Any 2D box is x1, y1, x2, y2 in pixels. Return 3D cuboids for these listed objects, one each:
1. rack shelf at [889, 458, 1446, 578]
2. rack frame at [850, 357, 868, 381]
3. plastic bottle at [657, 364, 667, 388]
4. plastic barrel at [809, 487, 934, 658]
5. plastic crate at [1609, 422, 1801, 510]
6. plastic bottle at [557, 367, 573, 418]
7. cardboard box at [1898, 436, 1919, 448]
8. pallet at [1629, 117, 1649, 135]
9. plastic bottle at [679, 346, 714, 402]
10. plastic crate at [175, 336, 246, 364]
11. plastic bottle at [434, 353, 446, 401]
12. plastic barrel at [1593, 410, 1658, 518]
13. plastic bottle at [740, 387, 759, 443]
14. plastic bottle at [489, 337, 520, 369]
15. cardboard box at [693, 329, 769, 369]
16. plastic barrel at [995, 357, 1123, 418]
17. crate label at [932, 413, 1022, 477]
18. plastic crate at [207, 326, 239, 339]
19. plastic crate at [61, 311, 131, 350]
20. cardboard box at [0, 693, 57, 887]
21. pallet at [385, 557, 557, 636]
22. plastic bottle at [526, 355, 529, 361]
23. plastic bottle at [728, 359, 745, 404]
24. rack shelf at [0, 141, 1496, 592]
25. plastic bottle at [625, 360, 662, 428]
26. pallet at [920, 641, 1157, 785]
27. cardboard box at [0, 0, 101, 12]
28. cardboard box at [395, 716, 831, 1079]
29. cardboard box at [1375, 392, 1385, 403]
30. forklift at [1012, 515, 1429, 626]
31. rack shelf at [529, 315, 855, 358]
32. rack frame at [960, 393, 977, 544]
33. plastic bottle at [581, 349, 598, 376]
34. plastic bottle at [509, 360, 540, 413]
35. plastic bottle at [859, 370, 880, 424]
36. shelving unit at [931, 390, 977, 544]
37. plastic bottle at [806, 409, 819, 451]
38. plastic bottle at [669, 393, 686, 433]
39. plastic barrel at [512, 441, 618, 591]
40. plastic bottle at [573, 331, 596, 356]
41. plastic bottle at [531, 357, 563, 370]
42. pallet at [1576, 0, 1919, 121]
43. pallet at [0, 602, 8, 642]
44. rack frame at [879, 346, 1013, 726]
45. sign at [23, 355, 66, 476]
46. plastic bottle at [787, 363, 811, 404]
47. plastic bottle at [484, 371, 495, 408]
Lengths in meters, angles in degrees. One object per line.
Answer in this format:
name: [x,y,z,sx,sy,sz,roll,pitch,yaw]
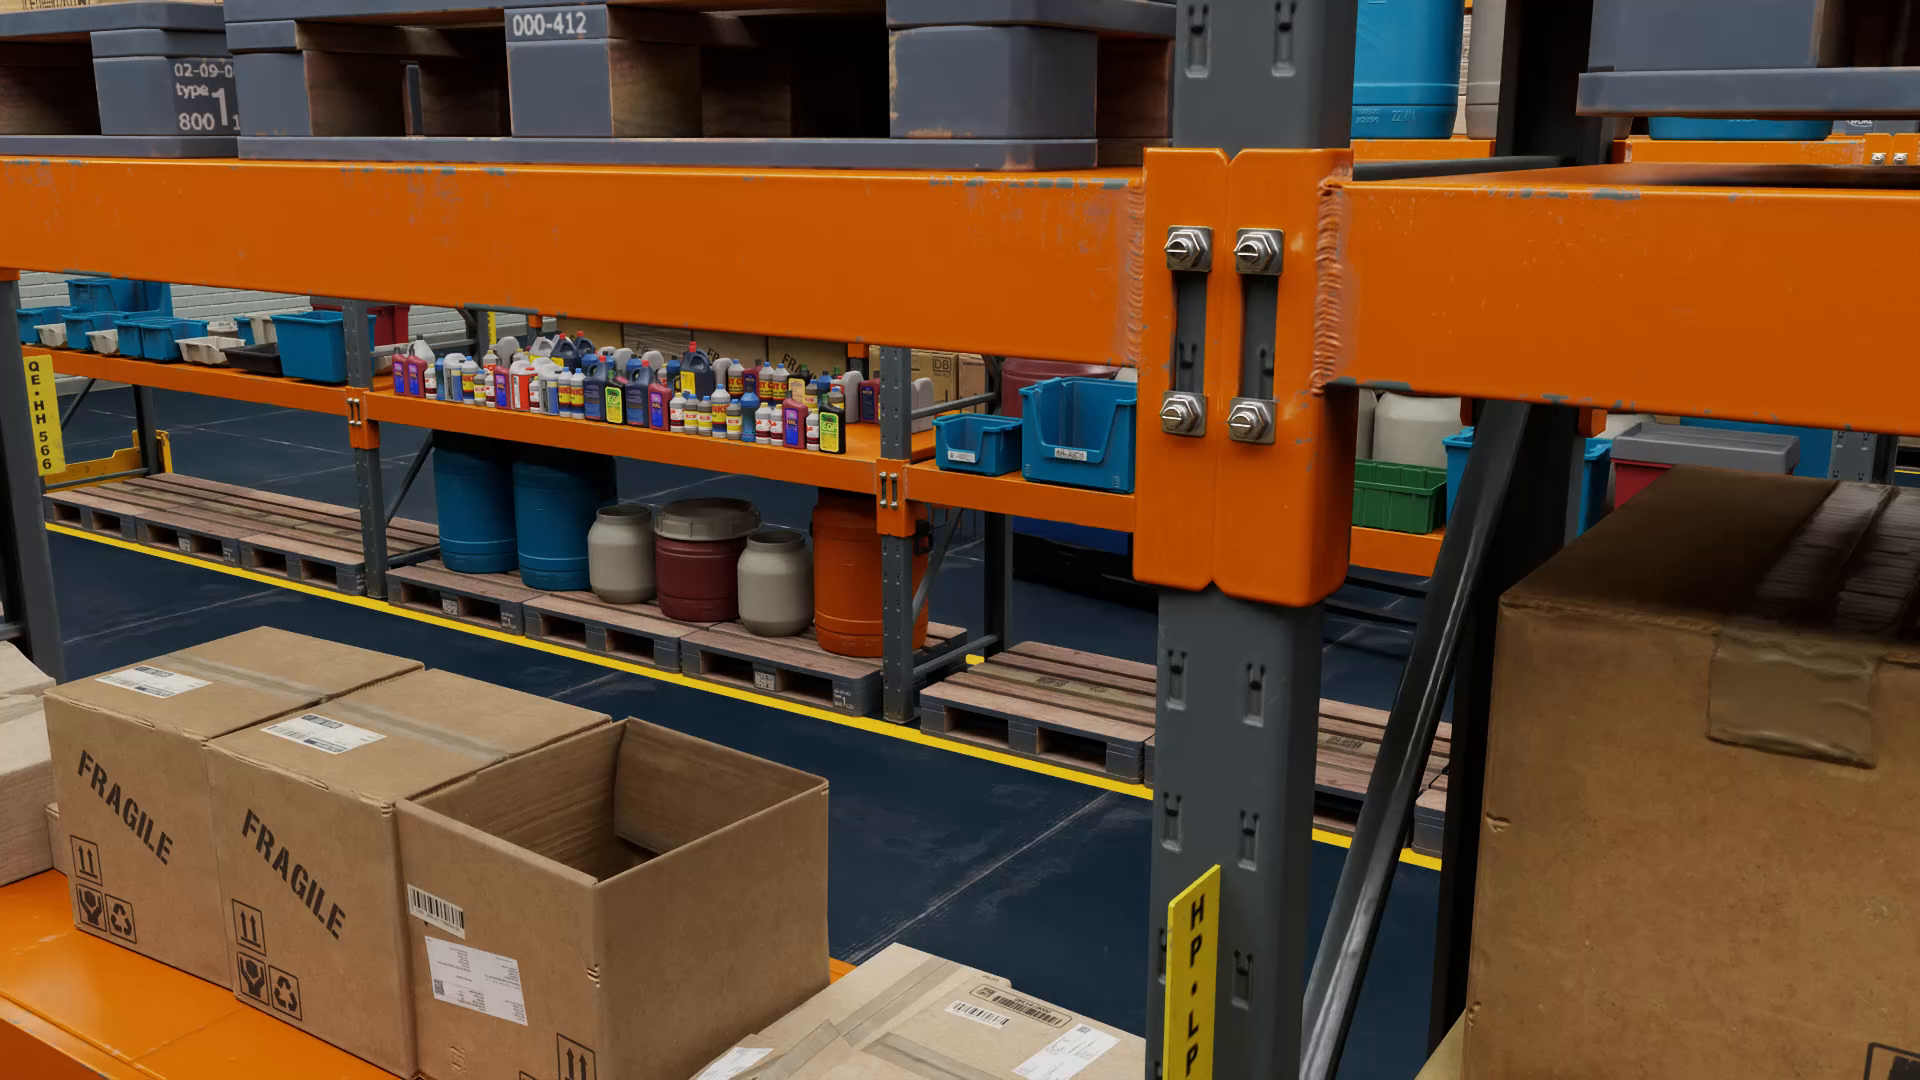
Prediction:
rack shelf: [1.610,-0.035,7.220,4.000,0.370,1.077,9,17,33]
rack frame: [-0.605,-2.177,14.373,0.127,3.000,1.000,9,17,33]
plastic bottle: [-1.724,-0.928,9.744,0.097,0.201,0.097,0,14,0]
plastic barrel: [-0.465,0.135,8.678,0.708,0.830,0.600,9,17,33]
plastic crate: [2.697,-0.151,6.058,0.583,0.464,0.402,9,17,33]
plastic bottle: [-2.156,-0.812,9.129,0.097,0.271,0.097,0,14,0]
cardboard box: [8.320,-1.256,14.463,0.750,0.750,1.050,9,17,33]
pallet: [4.718,-2.711,10.681,1.003,0.211,1.213,9,17,33]
plastic bottle: [-1.483,-0.911,9.363,0.185,0.351,0.144,9,17,33]
plastic crate: [-4.982,-1.264,11.109,0.466,0.136,0.293,9,17,33]
plastic bottle: [-3.006,-0.949,9.684,0.097,0.271,0.097,0,14,0]
plastic barrel: [2.598,-0.354,6.728,0.433,0.535,0.433,0,14,0]
plastic bottle: [-1.062,-0.635,8.415,0.097,0.271,0.097,0,14,0]
plastic bottle: [-2.862,-1.140,10.445,0.135,0.276,0.152,9,17,33]
cardboard box: [-1.855,-1.574,15.488,0.875,0.875,0.875,9,17,33]
plastic barrel: [0.504,-0.717,8.193,0.708,0.536,0.600,9,17,33]
crate label: [0.090,-0.440,7.707,0.416,0.233,0.303,9,17,33]
plastic crate: [-5.177,-1.443,11.834,0.250,0.136,0.298,9,17,33]
plastic crate: [-6.121,-1.486,11.808,0.300,0.233,0.416,9,17,33]
cardboard box: [-2.184,0.536,3.599,0.500,0.311,0.500,9,16,32]
pallet: [-2.752,0.276,10.267,1.213,0.211,1.003,9,17,33]
plastic bottle: [-2.613,-1.028,10.146,0.097,0.201,0.097,0,14,0]
plastic bottle: [-1.268,-0.888,9.437,0.097,0.271,0.097,0,14,0]
rack shelf: [-1.158,-0.504,2.872,4.000,0.370,1.077,9,17,33]
plastic bottle: [-1.681,-0.781,8.837,0.185,0.351,0.144,9,17,33]
pallet: [0.571,0.813,8.101,1.213,0.211,1.003,9,17,33]
cardboard box: [-1.496,-1.057,3.047,0.500,0.250,0.500,9,16,32]
cardboard box: [-0.564,0.646,2.765,0.500,0.500,0.500,11,17,37]
cardboard box: [3.287,-0.920,12.025,0.500,0.250,0.500,10,17,35]
forklift: [1.698,-1.043,9.936,3.031,2.935,1.130,13,19,42]
rack shelf: [-2.264,-2.096,15.543,4.000,0.370,1.077,9,17,33]
rack frame: [0.057,-0.500,11.660,0.008,1.050,0.200,9,17,33]
plastic bottle: [-2.194,-0.994,9.864,0.097,0.271,0.097,0,14,0]
plastic bottle: [-2.429,-0.867,9.339,0.135,0.276,0.152,9,17,33]
plastic bottle: [-0.476,-0.772,8.940,0.133,0.283,0.061,9,17,33]
shelving unit: [-0.044,-0.517,11.726,0.252,1.050,0.215,9,17,33]
plastic bottle: [-0.709,-0.544,8.193,0.097,0.201,0.097,0,14,0]
plastic bottle: [-1.466,-0.667,8.687,0.097,0.201,0.097,0,14,0]
plastic barrel: [-2.340,-0.203,9.893,0.708,0.901,0.600,9,17,33]
plastic bottle: [-2.270,-1.082,10.055,0.185,0.351,0.144,9,17,33]
plastic bottle: [-2.344,-0.897,9.462,0.135,0.276,0.152,9,17,33]
pallet: [1.224,-0.433,1.271,1.213,0.211,1.003,9,17,33]
pallet: [-3.419,0.351,4.563,1.003,0.211,1.213,9,17,33]
rack frame: [-0.050,-0.653,8.217,0.127,3.000,1.000,9,17,33]
sign: [-2.511,-0.339,4.539,0.005,0.325,0.100,9,17,33]
plastic bottle: [-0.890,-0.838,9.211,0.133,0.283,0.061,9,17,33]
plastic bottle: [-2.652,-0.858,9.461,0.097,0.201,0.097,0,14,0]
